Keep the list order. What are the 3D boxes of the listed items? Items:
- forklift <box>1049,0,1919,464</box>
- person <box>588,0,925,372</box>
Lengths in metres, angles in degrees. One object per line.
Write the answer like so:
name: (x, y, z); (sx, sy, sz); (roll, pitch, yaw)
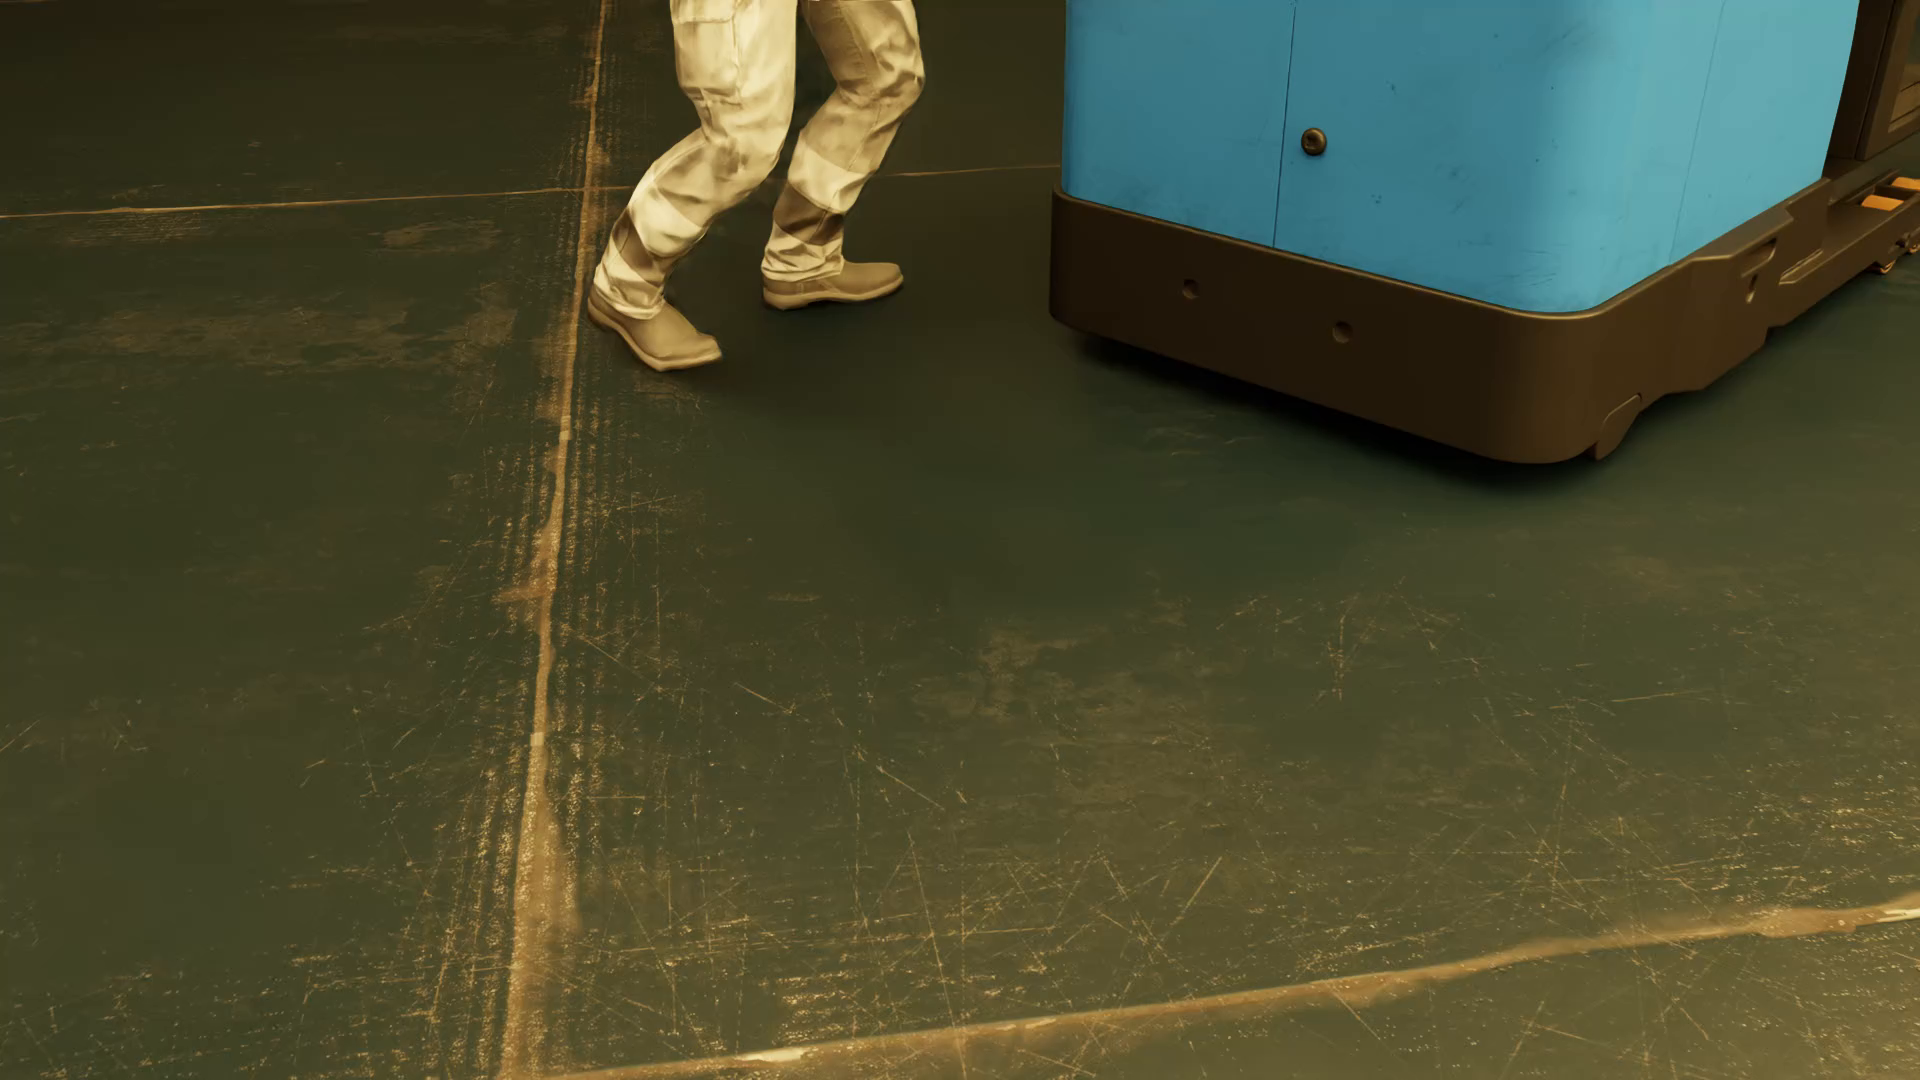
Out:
forklift: (1.545, -2.012, 3.165); (1.130, 2.935, 3.031); (24, 36, 37)
person: (-0.419, -1.126, 2.808); (0.500, 1.704, 0.895); (16, 32, 28)
